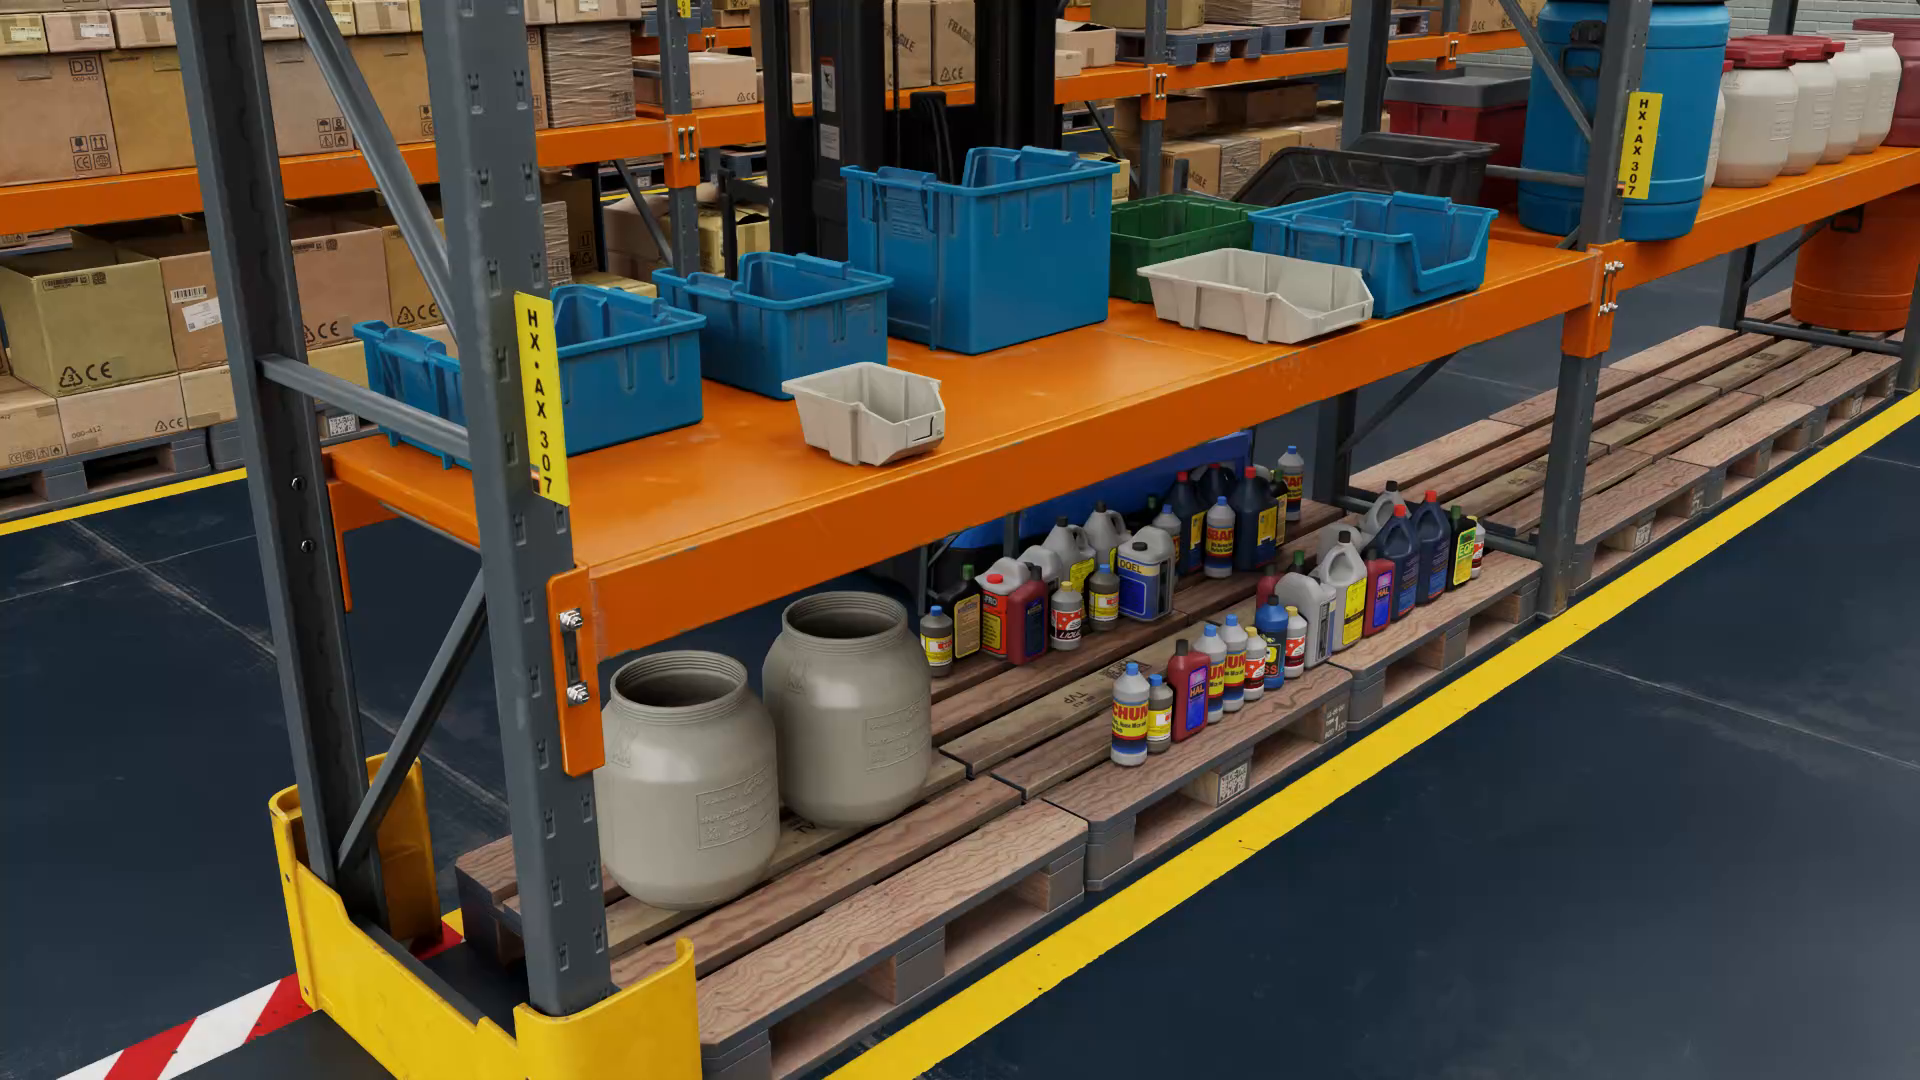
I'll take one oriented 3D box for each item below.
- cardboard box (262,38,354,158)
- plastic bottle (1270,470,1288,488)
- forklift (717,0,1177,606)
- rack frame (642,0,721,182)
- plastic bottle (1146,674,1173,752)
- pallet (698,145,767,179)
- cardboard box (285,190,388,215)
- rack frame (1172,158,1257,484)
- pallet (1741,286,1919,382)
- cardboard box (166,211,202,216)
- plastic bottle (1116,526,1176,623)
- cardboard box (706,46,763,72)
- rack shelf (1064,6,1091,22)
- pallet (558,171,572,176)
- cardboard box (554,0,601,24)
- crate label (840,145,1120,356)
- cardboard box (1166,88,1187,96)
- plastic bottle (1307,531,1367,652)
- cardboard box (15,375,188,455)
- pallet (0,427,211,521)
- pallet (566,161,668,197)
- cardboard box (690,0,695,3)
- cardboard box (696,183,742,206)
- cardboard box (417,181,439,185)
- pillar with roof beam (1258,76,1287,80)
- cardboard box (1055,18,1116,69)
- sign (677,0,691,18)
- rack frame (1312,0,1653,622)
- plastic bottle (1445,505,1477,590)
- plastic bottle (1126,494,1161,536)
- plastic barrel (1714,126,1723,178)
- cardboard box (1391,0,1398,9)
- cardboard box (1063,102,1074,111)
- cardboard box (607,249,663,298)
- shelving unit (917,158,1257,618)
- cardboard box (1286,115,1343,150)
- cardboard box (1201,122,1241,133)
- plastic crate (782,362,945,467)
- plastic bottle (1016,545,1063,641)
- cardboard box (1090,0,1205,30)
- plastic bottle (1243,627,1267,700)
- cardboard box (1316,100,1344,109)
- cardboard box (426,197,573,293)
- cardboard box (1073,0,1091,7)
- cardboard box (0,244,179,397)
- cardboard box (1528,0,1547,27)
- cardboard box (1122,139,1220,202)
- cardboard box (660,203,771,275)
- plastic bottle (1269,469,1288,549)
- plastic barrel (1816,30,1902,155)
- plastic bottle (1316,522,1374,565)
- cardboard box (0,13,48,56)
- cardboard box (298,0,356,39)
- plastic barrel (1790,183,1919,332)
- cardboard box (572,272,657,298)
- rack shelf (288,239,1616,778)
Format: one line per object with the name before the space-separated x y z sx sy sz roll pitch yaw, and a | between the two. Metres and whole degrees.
cardboard box | -3.170 -2.029 7.533 0.500 0.500 0.700 -19 28 -40
plastic bottle | 1.146 -0.155 6.084 0.097 0.201 0.097 0 21 0
forklift | -0.370 -1.588 6.620 1.130 2.935 3.031 -13 24 -30
rack frame | -2.554 -4.762 14.783 1.000 3.000 0.127 19 28 41
plastic bottle | 0.524 0.460 4.484 0.097 0.201 0.097 0 21 0
pallet | -1.950 -3.644 15.761 1.003 0.211 1.213 19 28 41
cardboard box | -3.038 -1.460 8.393 0.500 0.500 0.500 19 28 41
rack frame | 0.868 -0.547 5.865 0.032 1.500 0.500 -14 28 -33
pallet | 5.064 -1.194 9.387 1.003 0.211 1.213 19 28 41
cardboard box | -5.696 -2.472 12.160 0.380 0.166 0.250 15 26 34
plastic bottle | 0.589 0.104 5.307 0.152 0.276 0.135 19 28 41
cardboard box | -1.311 -2.704 9.616 0.396 0.266 0.258 18 28 39
rack shelf | 1.632 -5.968 18.925 1.077 0.370 4.000 19 28 41
pallet | -3.951 -2.948 13.950 1.003 0.211 1.213 19 28 41
cardboard box | -2.003 -2.658 8.265 0.380 0.149 0.250 19 28 40
crate label | 0.053 -0.783 4.382 0.502 0.435 0.616 19 28 41
cardboard box | 2.261 -5.514 19.638 0.700 0.500 0.500 19 28 40
plastic bottle | 1.152 0.147 5.090 0.144 0.351 0.185 19 28 40
cardboard box | -3.703 -0.591 7.178 0.500 0.250 0.500 19 28 41
pallet | -4.080 -0.372 7.248 1.003 0.211 1.213 19 28 41
pallet | -3.100 -3.260 14.762 1.003 0.211 1.213 19 28 41
cardboard box | -2.413 -5.144 15.196 0.500 0.500 0.500 19 28 41
cardboard box | -1.357 -1.980 10.012 0.500 0.311 0.500 -19 28 -41
cardboard box | -4.518 -3.111 13.359 0.700 0.500 0.500 19 28 40
pillar with roof beam | 7.375 -9.452 18.623 9.100 9.000 0.400 19 28 41
cardboard box | 0.713 -3.399 11.361 0.500 0.311 0.500 -18 27 -39
sign | -1.394 -2.797 8.355 0.100 0.325 0.005 19 28 41
rack frame | 1.754 -1.254 5.657 1.000 3.000 0.127 19 28 41
plastic bottle | 1.654 0.015 5.529 0.133 0.283 0.061 -18 28 -39
plastic bottle | 0.617 -0.007 5.586 0.133 0.283 0.061 -19 28 -40
plastic barrel | 2.787 -1.491 6.467 0.301 0.262 0.301 0 21 0
cardboard box | 3.297 -4.728 13.970 0.700 0.500 0.500 9 23 23
cardboard box | 0.831 -4.986 18.265 0.700 0.500 0.500 20 29 41
cardboard box | -1.711 -1.587 9.769 0.500 0.250 0.500 19 28 40
shelving unit | 0.456 -0.446 5.585 1.048 1.500 0.538 -14 28 -33
cardboard box | 2.948 -3.138 13.428 0.500 0.500 0.500 20 29 41
cardboard box | 1.843 -2.994 13.054 0.500 0.500 0.500 18 27 39
plastic crate | -0.182 -0.252 3.418 0.298 0.136 0.250 19 28 41
plastic bottle | 0.223 0.165 5.149 0.152 0.276 0.135 18 28 39
cardboard box | 1.356 -3.956 11.961 0.700 0.500 0.500 9 23 23
plastic bottle | 0.829 0.347 4.777 0.097 0.201 0.097 0 21 0
cardboard box | 3.276 -3.527 14.440 0.500 0.500 0.500 18 27 38
cardboard box | -2.317 -1.458 8.389 0.500 0.500 0.500 19 28 41
cardboard box | 1.140 -6.252 18.241 0.980 0.700 0.700 18 28 39
cardboard box | -3.702 -0.940 7.042 0.500 0.500 0.500 19 28 41
cardboard box | 5.044 -4.921 15.058 0.500 0.500 0.500 19 28 40
cardboard box | 1.520 -2.607 12.048 0.500 0.500 0.500 -19 28 -40
cardboard box | -1.326 -1.713 9.316 0.500 0.311 0.500 19 28 41
plastic bottle | 1.088 -0.103 5.834 0.061 0.283 0.133 19 28 41
plastic barrel | 3.980 -2.017 7.485 0.421 0.512 0.421 0 21 0
plastic bottle | 1.253 0.068 5.399 0.152 0.276 0.135 19 28 41
cardboard box | -3.798 -1.995 6.542 0.380 0.149 0.250 19 28 41
cardboard box | -2.899 -2.326 7.401 0.250 0.149 0.380 -19 28 -40
plastic barrel | 4.873 -1.595 8.984 0.600 0.830 0.708 19 28 41
cardboard box | -1.960 -1.234 8.850 0.500 0.250 0.500 19 28 41
rack shelf | 0.358 -0.404 4.448 1.077 0.370 4.000 19 28 41
